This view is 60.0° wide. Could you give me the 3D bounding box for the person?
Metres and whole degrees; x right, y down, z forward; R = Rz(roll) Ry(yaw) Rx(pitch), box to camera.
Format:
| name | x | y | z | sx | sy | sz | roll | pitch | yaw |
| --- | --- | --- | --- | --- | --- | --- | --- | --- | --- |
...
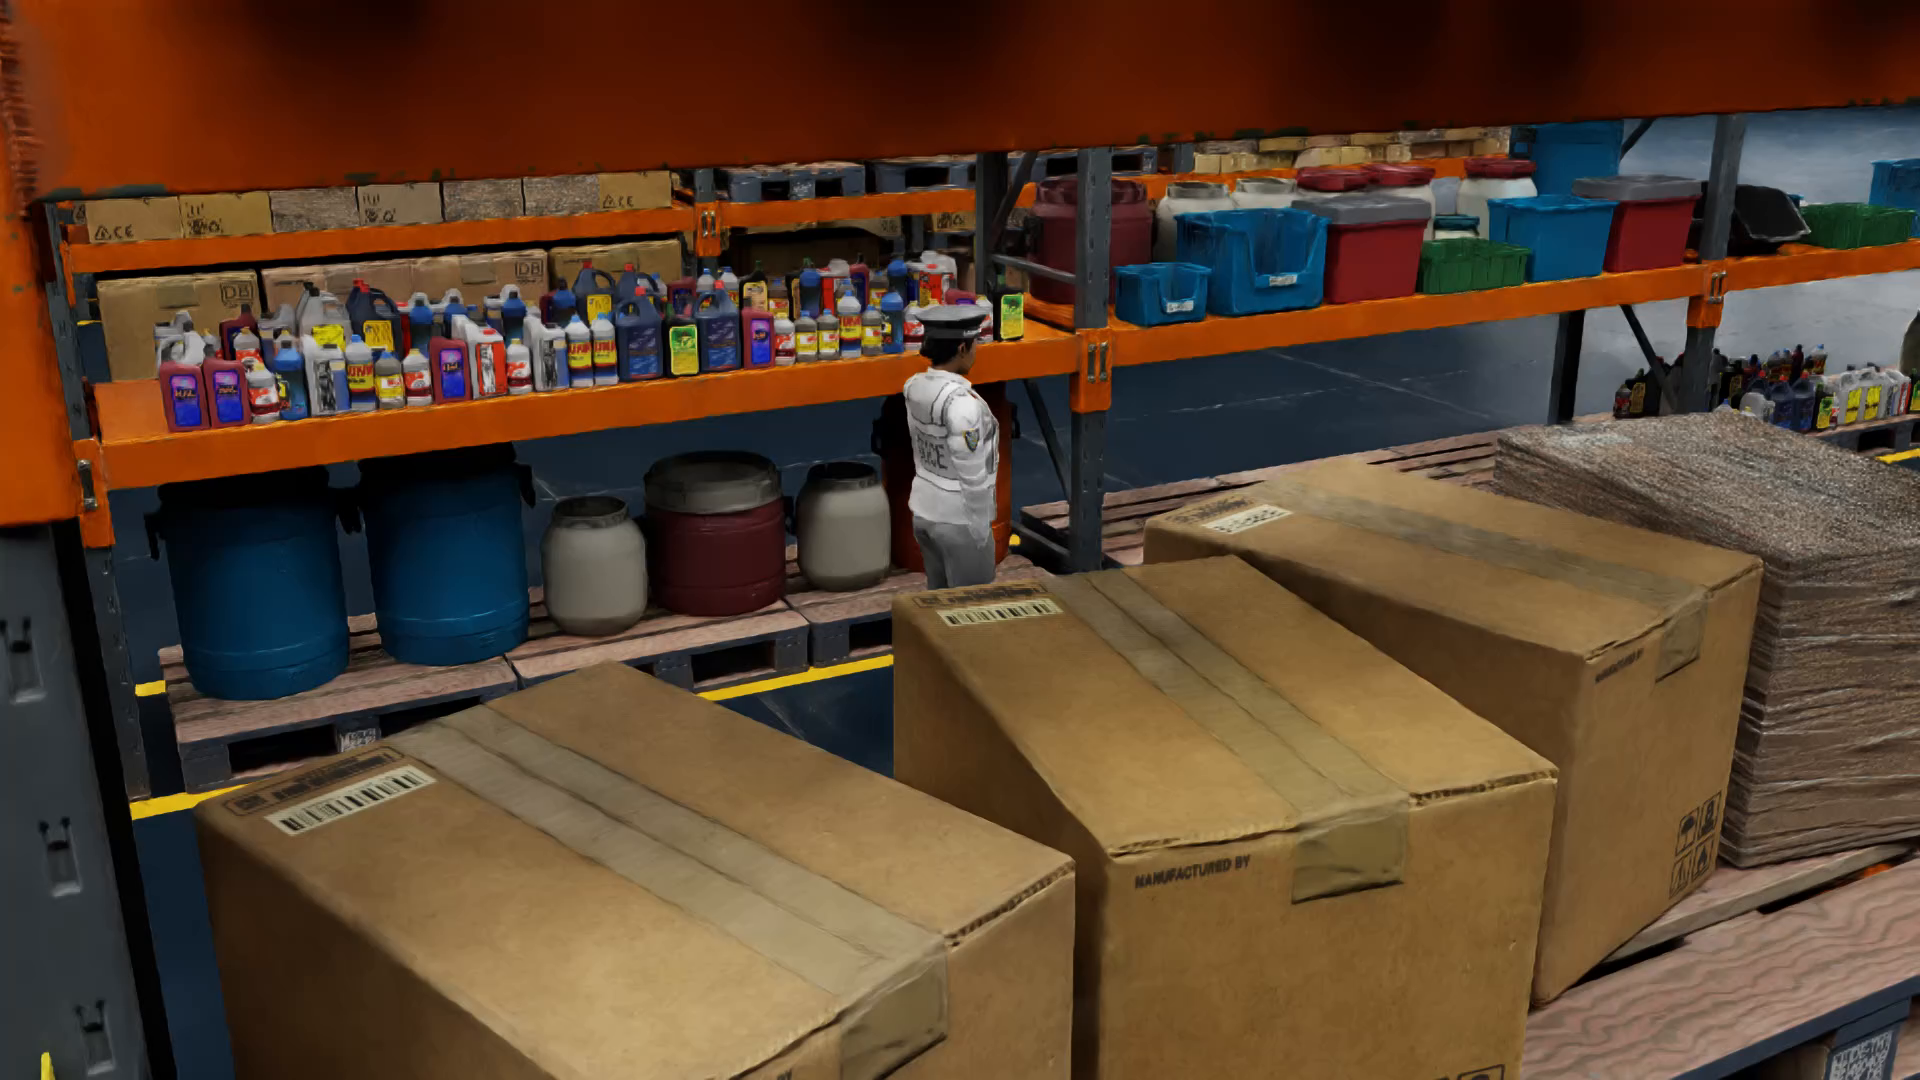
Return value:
| name | x | y | z | sx | sy | sz | roll | pitch | yaw |
| --- | --- | --- | --- | --- | --- | --- | --- | --- | --- |
| person | -0.021 | -0.059 | 6.242 | 0.328 | 1.663 | 0.469 | -10 | 21 | -26 |
